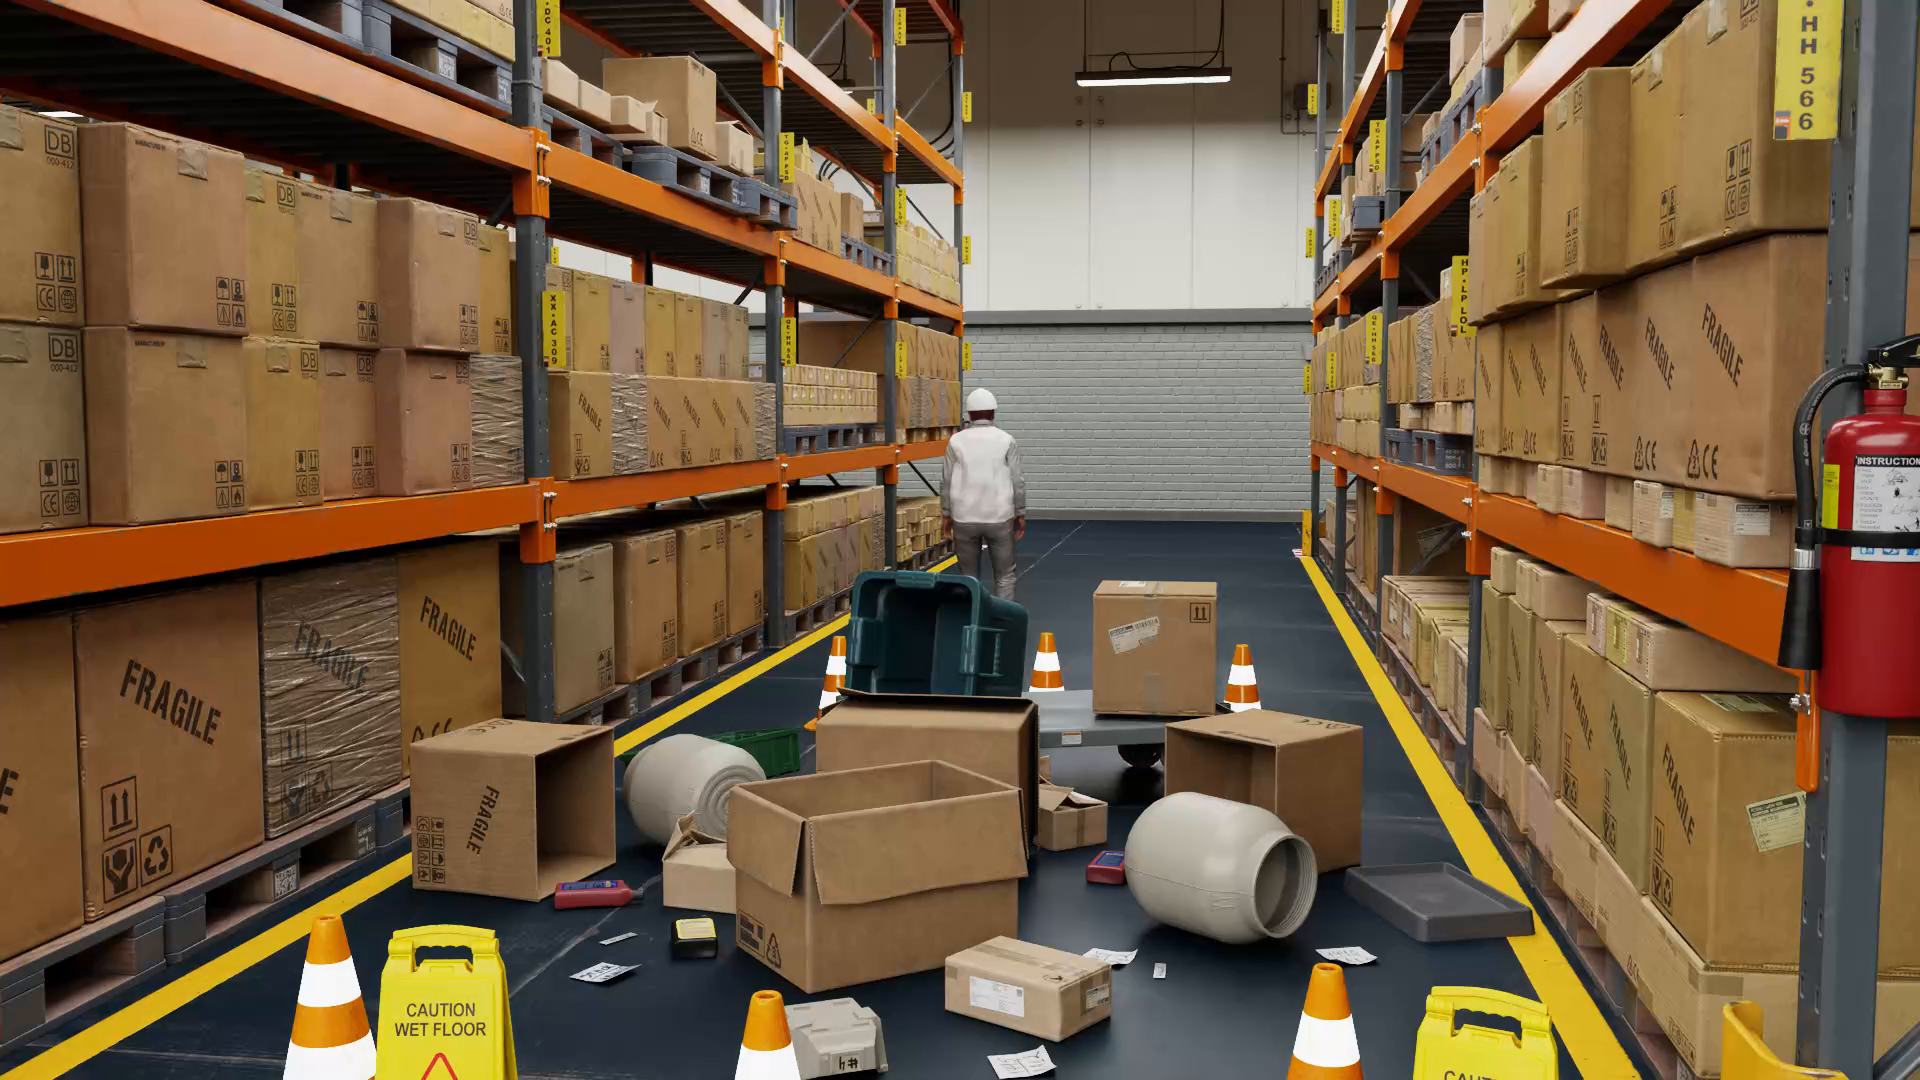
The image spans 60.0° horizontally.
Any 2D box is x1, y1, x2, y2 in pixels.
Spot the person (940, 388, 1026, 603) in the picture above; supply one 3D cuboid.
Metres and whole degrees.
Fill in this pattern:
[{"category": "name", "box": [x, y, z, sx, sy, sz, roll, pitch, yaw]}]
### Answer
[{"category": "person", "box": [0.159, -0.151, 11.399, 0.589, 1.772, 0.464, 1, 4, 7]}]
